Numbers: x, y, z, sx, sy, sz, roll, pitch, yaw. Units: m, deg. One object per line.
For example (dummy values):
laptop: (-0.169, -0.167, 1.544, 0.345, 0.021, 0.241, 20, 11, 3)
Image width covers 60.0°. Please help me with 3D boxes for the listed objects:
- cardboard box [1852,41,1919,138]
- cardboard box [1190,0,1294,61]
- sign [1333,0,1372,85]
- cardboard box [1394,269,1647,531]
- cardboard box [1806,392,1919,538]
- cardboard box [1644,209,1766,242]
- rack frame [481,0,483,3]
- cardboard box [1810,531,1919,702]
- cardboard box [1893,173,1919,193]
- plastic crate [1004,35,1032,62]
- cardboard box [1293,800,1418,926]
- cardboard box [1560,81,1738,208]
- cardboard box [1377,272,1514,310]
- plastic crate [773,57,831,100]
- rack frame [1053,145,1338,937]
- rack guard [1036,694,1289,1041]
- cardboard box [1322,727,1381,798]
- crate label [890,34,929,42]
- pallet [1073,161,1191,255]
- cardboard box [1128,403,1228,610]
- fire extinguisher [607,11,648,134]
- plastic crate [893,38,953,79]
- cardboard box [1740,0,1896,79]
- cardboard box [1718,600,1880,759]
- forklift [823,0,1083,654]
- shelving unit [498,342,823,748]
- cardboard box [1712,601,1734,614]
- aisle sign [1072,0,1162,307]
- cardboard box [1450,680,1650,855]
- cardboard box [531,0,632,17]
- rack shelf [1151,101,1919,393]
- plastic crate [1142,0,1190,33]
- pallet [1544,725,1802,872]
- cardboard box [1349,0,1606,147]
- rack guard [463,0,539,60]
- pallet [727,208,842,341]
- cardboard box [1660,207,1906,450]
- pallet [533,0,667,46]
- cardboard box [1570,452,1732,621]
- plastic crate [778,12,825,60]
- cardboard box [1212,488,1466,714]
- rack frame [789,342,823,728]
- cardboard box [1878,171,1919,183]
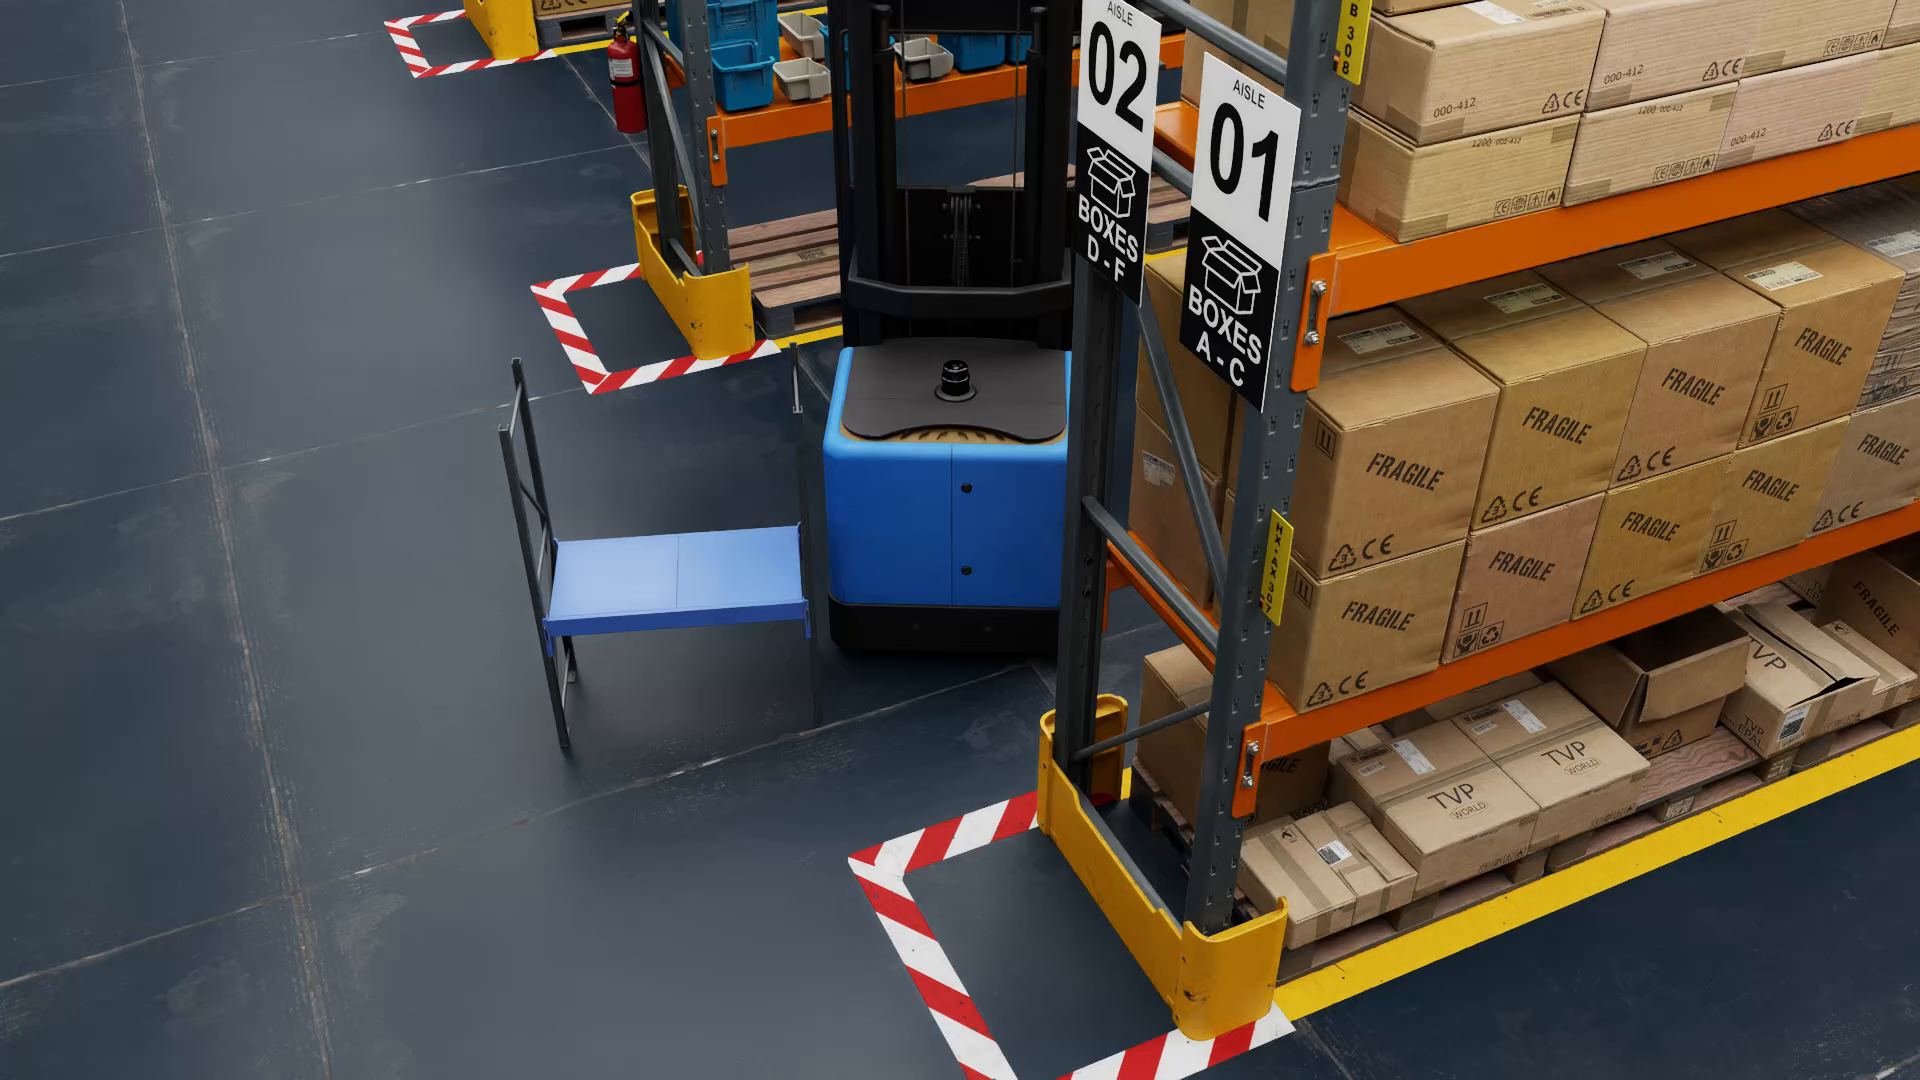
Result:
cardboard box: (2.537, -1.385, 4.707, 0.500, 0.250, 0.500, -16, 39, -20)
cardboard box: (0.961, -1.483, 4.420, 0.500, 0.250, 0.500, -16, 39, -20)
sign: (0.835, -1.133, 3.508, 0.005, 0.325, 0.100, -16, 39, -20)
cardboard box: (1.588, -0.418, 4.873, 0.500, 0.500, 0.500, -15, 39, -19)
cardboard box: (2.951, -0.395, 5.681, 0.500, 0.500, 0.500, -15, 39, -19)
cardboard box: (2.279, -0.965, 5.610, 0.500, 0.500, 0.500, -14, 39, -19)
rack frame: (-3.602, -5.213, 12.261, 0.127, 3.000, 1.000, -16, 39, -20)
cardboard box: (3.830, 0.242, 6.635, 0.500, 0.500, 0.500, -16, 39, -20)
cardboard box: (3.415, -0.926, 5.557, 0.500, 0.500, 0.500, -16, 40, -21)
plastic crate: (0.330, -2.793, 9.088, 0.300, 0.233, 0.416, -16, 39, -20)
cardboard box: (1.355, 1.107, 5.748, 0.250, 0.166, 0.380, -16, 39, -20)
cardboard box: (1.635, -1.127, 4.360, 0.500, 0.250, 0.500, -16, 39, -20)
cardboard box: (1.347, -0.701, 5.254, 0.500, 0.500, 0.500, -15, 39, -19)
plastic crate: (-0.808, -2.382, 8.614, 0.298, 0.136, 0.250, -16, 39, -20)
rack frame: (0.604, 0.130, 5.057, 0.127, 3.000, 1.000, -16, 39, -20)
rack guard: (0.673, 1.115, 5.827, 0.348, 0.500, 1.175, -16, 39, -20)
cardboard box: (1.396, 0.767, 6.207, 0.250, 0.166, 0.380, -16, 39, -20)
crate label: (-0.326, -2.914, 9.331, 0.243, 0.136, 0.396, -16, 39, -20)
pallet: (1.475, -2.228, 10.576, 1.213, 0.211, 1.003, -16, 39, -20)
cardboard box: (0.894, -0.170, 5.378, 0.500, 0.500, 0.500, -14, 39, -19)
fire extinguisher: (-1.827, -2.568, 9.073, 0.183, 0.674, 0.296, -16, 39, -20)
plastic crate: (-0.194, -2.554, 8.846, 0.298, 0.136, 0.250, -16, 39, -20)
cardboard box: (2.085, -1.458, 4.386, 0.500, 0.250, 0.500, -16, 39, -20)
cardboard box: (3.151, 0.508, 6.435, 0.500, 0.311, 0.500, -16, 39, -20)
forklift: (0.023, -1.551, 7.380, 1.130, 2.935, 3.031, 1, 37, 2)
shelving unit: (-1.103, 0.042, 6.434, 1.048, 1.500, 0.538, -4, 37, -5)
cardboard box: (2.974, 0.293, 6.846, 0.250, 0.166, 0.380, -16, 39, -20)
aisle sign: (0.412, -1.062, 4.482, 0.004, 0.787, 0.394, -16, 39, -20)
cardboard box: (2.122, 0.820, 6.065, 0.500, 0.250, 0.500, -16, 39, -20)
cardboard box: (-3.056, -4.734, 13.045, 0.875, 0.875, 0.875, -16, 39, -20)
rack shelf: (2.415, -1.292, 5.060, 4.000, 0.370, 1.077, -16, 39, -20)
plastic crate: (1.225, -3.040, 9.511, 0.590, 0.125, 0.437, -16, 39, -20)
pallet: (2.497, 0.722, 6.600, 1.213, 0.211, 1.003, -16, 39, -20)
cardboard box: (1.180, -1.205, 4.045, 0.500, 0.250, 0.500, -16, 39, -20)
rack guard: (-3.623, -4.203, 12.997, 0.348, 0.500, 1.175, -16, 39, -20)
pallet: (-0.734, -1.610, 9.744, 1.213, 0.211, 1.003, -16, 39, -20)
cardboard box: (2.502, -0.671, 5.214, 0.500, 0.500, 0.500, -16, 39, -20)
pallet: (-2.911, -4.338, 13.421, 1.213, 0.211, 1.003, -16, 39, -20)
cardboard box: (2.038, -0.139, 5.336, 0.500, 0.500, 0.500, -16, 39, -20)
plastic crate: (-0.836, -2.764, 9.130, 0.243, 0.136, 0.396, -16, 39, -20)
cardboard box: (1.118, 0.120, 4.987, 0.500, 0.500, 0.500, -15, 39, -19)
rack frame: (-0.598, 0.007, 6.481, 0.032, 1.500, 0.500, -4, 37, -5)
cardboard box: (3.212, -1.226, 5.962, 0.500, 0.500, 0.500, -17, 40, -21)
